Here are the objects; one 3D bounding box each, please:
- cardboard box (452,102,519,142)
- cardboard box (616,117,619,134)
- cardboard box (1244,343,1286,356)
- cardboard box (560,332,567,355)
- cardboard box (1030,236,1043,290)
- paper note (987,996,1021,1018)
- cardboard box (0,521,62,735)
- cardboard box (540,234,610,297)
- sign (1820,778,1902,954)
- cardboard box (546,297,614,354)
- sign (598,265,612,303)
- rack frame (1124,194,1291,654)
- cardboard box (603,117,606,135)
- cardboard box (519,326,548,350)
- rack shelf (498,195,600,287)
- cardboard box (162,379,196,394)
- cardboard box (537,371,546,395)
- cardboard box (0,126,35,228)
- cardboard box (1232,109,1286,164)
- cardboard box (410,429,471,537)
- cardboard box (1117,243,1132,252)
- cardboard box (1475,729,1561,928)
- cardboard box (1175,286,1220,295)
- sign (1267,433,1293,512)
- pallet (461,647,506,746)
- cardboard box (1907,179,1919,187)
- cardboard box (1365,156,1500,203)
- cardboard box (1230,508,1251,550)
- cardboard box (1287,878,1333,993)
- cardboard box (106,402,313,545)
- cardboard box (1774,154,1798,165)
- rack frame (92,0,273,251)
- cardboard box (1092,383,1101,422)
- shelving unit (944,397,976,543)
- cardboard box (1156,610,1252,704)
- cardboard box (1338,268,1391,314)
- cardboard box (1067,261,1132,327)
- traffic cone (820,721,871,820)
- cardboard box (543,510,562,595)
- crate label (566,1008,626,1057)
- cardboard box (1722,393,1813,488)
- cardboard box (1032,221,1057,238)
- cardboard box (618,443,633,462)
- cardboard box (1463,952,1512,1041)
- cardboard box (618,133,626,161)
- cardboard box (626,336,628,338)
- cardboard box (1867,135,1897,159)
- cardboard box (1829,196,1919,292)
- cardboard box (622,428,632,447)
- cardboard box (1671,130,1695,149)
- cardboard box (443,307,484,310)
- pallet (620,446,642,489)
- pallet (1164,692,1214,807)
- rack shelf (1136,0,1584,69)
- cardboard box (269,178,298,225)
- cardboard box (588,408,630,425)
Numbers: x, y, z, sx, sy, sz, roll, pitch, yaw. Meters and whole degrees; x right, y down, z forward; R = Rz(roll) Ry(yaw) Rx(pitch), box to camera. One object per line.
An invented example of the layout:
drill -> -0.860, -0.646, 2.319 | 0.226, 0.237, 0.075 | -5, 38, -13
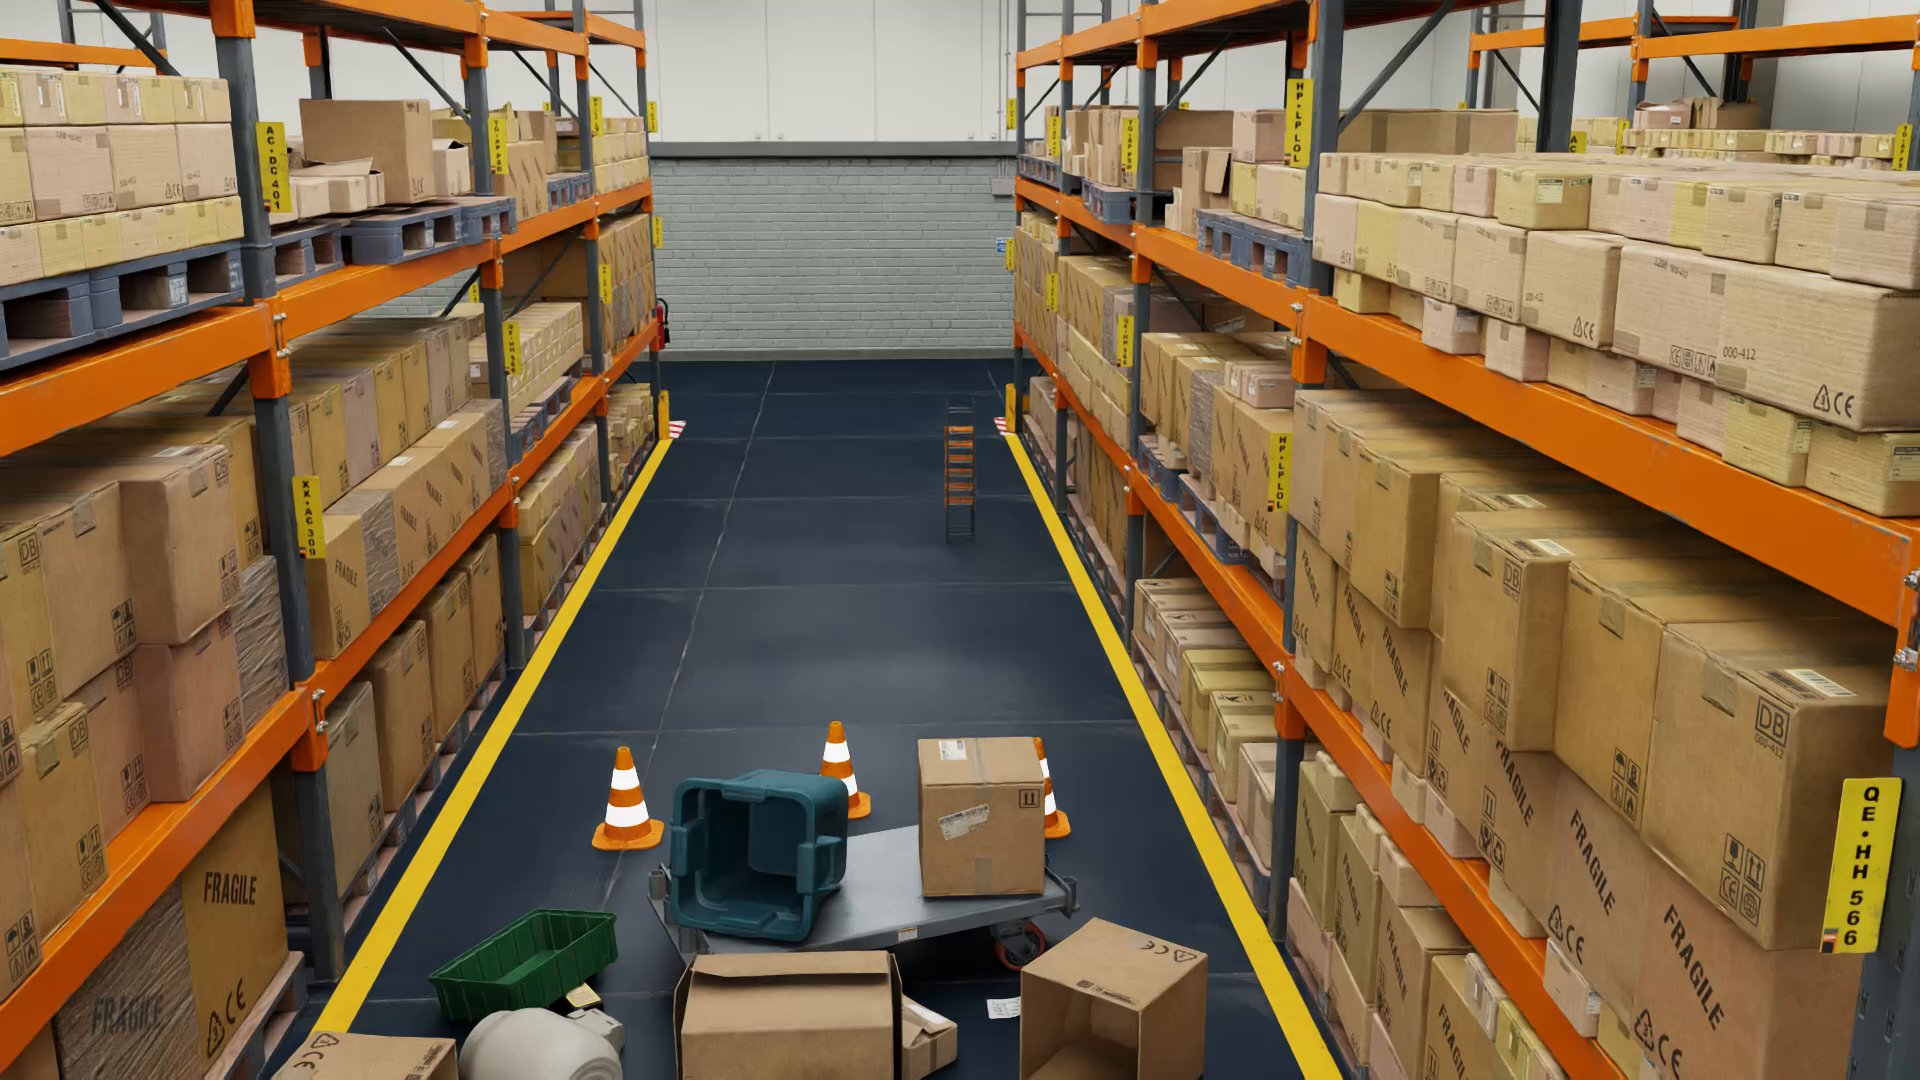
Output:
cardboard box -> -3.162, -2.783, 11.066 | 0.396, 0.266, 0.258 | -1, 14, -3
cardboard box -> -3.412, -3.894, 15.618 | 0.380, 0.149, 0.250 | -1, 14, -5
cardboard box -> 1.958, -0.875, 9.769 | 0.500, 0.500, 0.500 | -1, 14, -4
cardboard box -> -3.300, -1.545, 13.074 | 0.380, 0.149, 0.250 | -1, 14, -5
cardboard box -> 0.970, -2.735, 16.429 | 0.500, 0.500, 0.500 | -1, 14, -3
paper note -> 0.187, 1.874, 6.681 | 0.148, 0.019, 0.142 | -1, 14, -3
cardboard box -> -3.002, 0.279, 4.452 | 0.875, 0.550, 0.500 | -1, 14, -3
cardboard box -> -3.358, -2.403, 14.541 | 0.500, 0.500, 0.500 | -1, 14, -2
sign -> 1.550, 0.563, 2.862 | 0.100, 0.325, 0.005 | -1, 14, -3
cardboard box -> -3.352, -1.929, 14.708 | 0.500, 0.500, 0.500 | -1, 14, -4
sign -> -3.019, -2.180, 14.156 | 0.100, 0.325, 0.005 | -1, 14, -3
rack frame -> 1.609, -0.717, 10.792 | 1.000, 3.000, 0.127 | -1, 14, -3
cardboard box -> -3.375, -3.696, 14.851 | 0.380, 0.149, 0.250 | -1, 14, -5
cardboard box -> -3.255, -1.492, 12.272 | 0.380, 0.149, 0.250 | -1, 14, -4
rack shelf -> -3.449, -2.217, 12.047 | 1.077, 0.370, 4.000 | -1, 14, -3
cardboard box -> -8.658, -1.570, 17.529 | 0.875, 0.875, 0.875 | -1, 14, -3
cardboard box -> -3.235, -1.141, 12.103 | 0.380, 0.149, 0.250 | -1, 14, -3
cardboard box -> -2.698, -0.902, 4.153 | 0.500, 0.250, 0.500 | -1, 14, -4
cardboard box -> 1.609, -1.943, 7.994 | 0.500, 0.250, 0.500 | -1, 14, -3
cardboard box -> -2.969, -0.307, 9.000 | 0.500, 0.500, 0.500 | -1, 14, -4
cardboard box -> 1.601, -2.641, 14.761 | 0.380, 0.149, 0.250 | -1, 14, -4
cardboard box -> 1.742, 0.701, 4.486 | 0.500, 0.500, 0.500 | -1, 14, -4
cardboard box -> 1.782, -1.499, 11.625 | 0.500, 0.500, 0.500 | -1, 14, -3
sign -> 1.303, -0.273, 6.745 | 0.100, 0.325, 0.005 | -1, 14, -3
pallet -> -3.351, 0.933, 9.978 | 1.003, 0.211, 1.213 | -1, 14, -3
cardboard box -> 2.360, -0.725, 3.708 | 0.380, 0.149, 0.250 | -1, 14, -4
cardboard box -> 1.603, -1.226, 5.654 | 0.380, 0.149, 0.250 | -1, 14, -5
cardboard box -> 1.499, -0.057, 7.889 | 0.380, 0.149, 0.250 | -1, 14, -4
cardboard box -> 1.624, 1.557, 6.630 | 0.500, 0.250, 0.500 | -2, 15, -6
cardboard box -> -3.114, -0.276, 6.874 | 0.700, 0.500, 0.500 | -1, 14, -4
cardboard box -> 6.247, -2.772, 12.262 | 0.380, 0.149, 0.250 | 0, 14, -2
rack frame -> -3.077, -2.526, 5.784 | 1.000, 3.000, 0.127 | -1, 14, -3
cardboard box -> 1.256, -1.018, 12.265 | 0.500, 0.250, 0.500 | -1, 14, -4
shelving unit -> 0.001, -0.577, 13.863 | 0.258, 1.200, 0.189 | -1, 14, -3
cardboard box -> 1.688, 0.677, 9.808 | 0.950, 0.372, 0.625 | -1, 14, -5
cardboard box -> 1.590, -0.906, 6.011 | 0.380, 0.149, 0.250 | -1, 14, -3
cardboard box -> 1.161, -2.004, 13.589 | 0.500, 0.500, 0.500 | -1, 14, -4
traffic cone -> -0.633, 1.163, 8.577 | 0.336, 0.463, 0.334 | -1, 14, -3
cardboard box -> -3.149, 0.087, 11.841 | 0.500, 0.500, 0.500 | -1, 14, -3
crate label -> -1.437, 1.908, 6.338 | 0.298, 0.136, 0.250 | -13, 20, -42
cardboard box -> 1.756, -0.204, 3.283 | 0.380, 0.149, 0.250 | -1, 14, -3
cardboard box -> 0.913, -3.074, 16.446 | 0.380, 0.149, 0.250 | -1, 14, -5
cardboard box -> -3.396, -0.850, 16.190 | 0.380, 0.149, 0.250 | -1, 14, -5
cardboard box -> 1.678, 1.310, 4.783 | 0.380, 0.149, 0.250 | 0, 14, -1
cardboard box -> -3.457, -3.736, 15.805 | 0.500, 0.250, 0.500 | -2, 15, -6
cardboard box -> -3.526, -2.085, 16.613 | 0.380, 0.149, 0.250 | -1, 15, -6
cardboard box -> 6.247, -2.592, 10.966 | 0.380, 0.149, 0.250 | 0, 14, -2
cardboard box -> 1.789, -0.524, 2.927 | 0.380, 0.149, 0.250 | -1, 14, -3
cardboard box -> -3.392, -0.993, 16.148 | 0.380, 0.149, 0.250 | -1, 14, -4
cardboard box -> 5.999, -3.242, 13.452 | 0.380, 0.149, 0.250 | -1, 14, -4
cardboard box -> -3.984, -1.805, 13.491 | 0.380, 0.149, 0.250 | 0, 14, -2
pallet -> -3.728, -0.730, 16.440 | 1.003, 0.211, 1.213 | -1, 14, -3
pallet -> 1.729, 1.131, 9.208 | 1.003, 0.211, 1.213 | -1, 14, -3
rack shelf -> 1.733, -2.583, 8.251 | 1.077, 0.370, 4.000 | -1, 14, -3
cardboard box -> -2.865, -1.414, 6.708 | 0.258, 0.266, 0.396 | -1, 14, -4
cardboard box -> -3.459, -1.199, 16.350 | 0.380, 0.149, 0.250 | -1, 14, -3
